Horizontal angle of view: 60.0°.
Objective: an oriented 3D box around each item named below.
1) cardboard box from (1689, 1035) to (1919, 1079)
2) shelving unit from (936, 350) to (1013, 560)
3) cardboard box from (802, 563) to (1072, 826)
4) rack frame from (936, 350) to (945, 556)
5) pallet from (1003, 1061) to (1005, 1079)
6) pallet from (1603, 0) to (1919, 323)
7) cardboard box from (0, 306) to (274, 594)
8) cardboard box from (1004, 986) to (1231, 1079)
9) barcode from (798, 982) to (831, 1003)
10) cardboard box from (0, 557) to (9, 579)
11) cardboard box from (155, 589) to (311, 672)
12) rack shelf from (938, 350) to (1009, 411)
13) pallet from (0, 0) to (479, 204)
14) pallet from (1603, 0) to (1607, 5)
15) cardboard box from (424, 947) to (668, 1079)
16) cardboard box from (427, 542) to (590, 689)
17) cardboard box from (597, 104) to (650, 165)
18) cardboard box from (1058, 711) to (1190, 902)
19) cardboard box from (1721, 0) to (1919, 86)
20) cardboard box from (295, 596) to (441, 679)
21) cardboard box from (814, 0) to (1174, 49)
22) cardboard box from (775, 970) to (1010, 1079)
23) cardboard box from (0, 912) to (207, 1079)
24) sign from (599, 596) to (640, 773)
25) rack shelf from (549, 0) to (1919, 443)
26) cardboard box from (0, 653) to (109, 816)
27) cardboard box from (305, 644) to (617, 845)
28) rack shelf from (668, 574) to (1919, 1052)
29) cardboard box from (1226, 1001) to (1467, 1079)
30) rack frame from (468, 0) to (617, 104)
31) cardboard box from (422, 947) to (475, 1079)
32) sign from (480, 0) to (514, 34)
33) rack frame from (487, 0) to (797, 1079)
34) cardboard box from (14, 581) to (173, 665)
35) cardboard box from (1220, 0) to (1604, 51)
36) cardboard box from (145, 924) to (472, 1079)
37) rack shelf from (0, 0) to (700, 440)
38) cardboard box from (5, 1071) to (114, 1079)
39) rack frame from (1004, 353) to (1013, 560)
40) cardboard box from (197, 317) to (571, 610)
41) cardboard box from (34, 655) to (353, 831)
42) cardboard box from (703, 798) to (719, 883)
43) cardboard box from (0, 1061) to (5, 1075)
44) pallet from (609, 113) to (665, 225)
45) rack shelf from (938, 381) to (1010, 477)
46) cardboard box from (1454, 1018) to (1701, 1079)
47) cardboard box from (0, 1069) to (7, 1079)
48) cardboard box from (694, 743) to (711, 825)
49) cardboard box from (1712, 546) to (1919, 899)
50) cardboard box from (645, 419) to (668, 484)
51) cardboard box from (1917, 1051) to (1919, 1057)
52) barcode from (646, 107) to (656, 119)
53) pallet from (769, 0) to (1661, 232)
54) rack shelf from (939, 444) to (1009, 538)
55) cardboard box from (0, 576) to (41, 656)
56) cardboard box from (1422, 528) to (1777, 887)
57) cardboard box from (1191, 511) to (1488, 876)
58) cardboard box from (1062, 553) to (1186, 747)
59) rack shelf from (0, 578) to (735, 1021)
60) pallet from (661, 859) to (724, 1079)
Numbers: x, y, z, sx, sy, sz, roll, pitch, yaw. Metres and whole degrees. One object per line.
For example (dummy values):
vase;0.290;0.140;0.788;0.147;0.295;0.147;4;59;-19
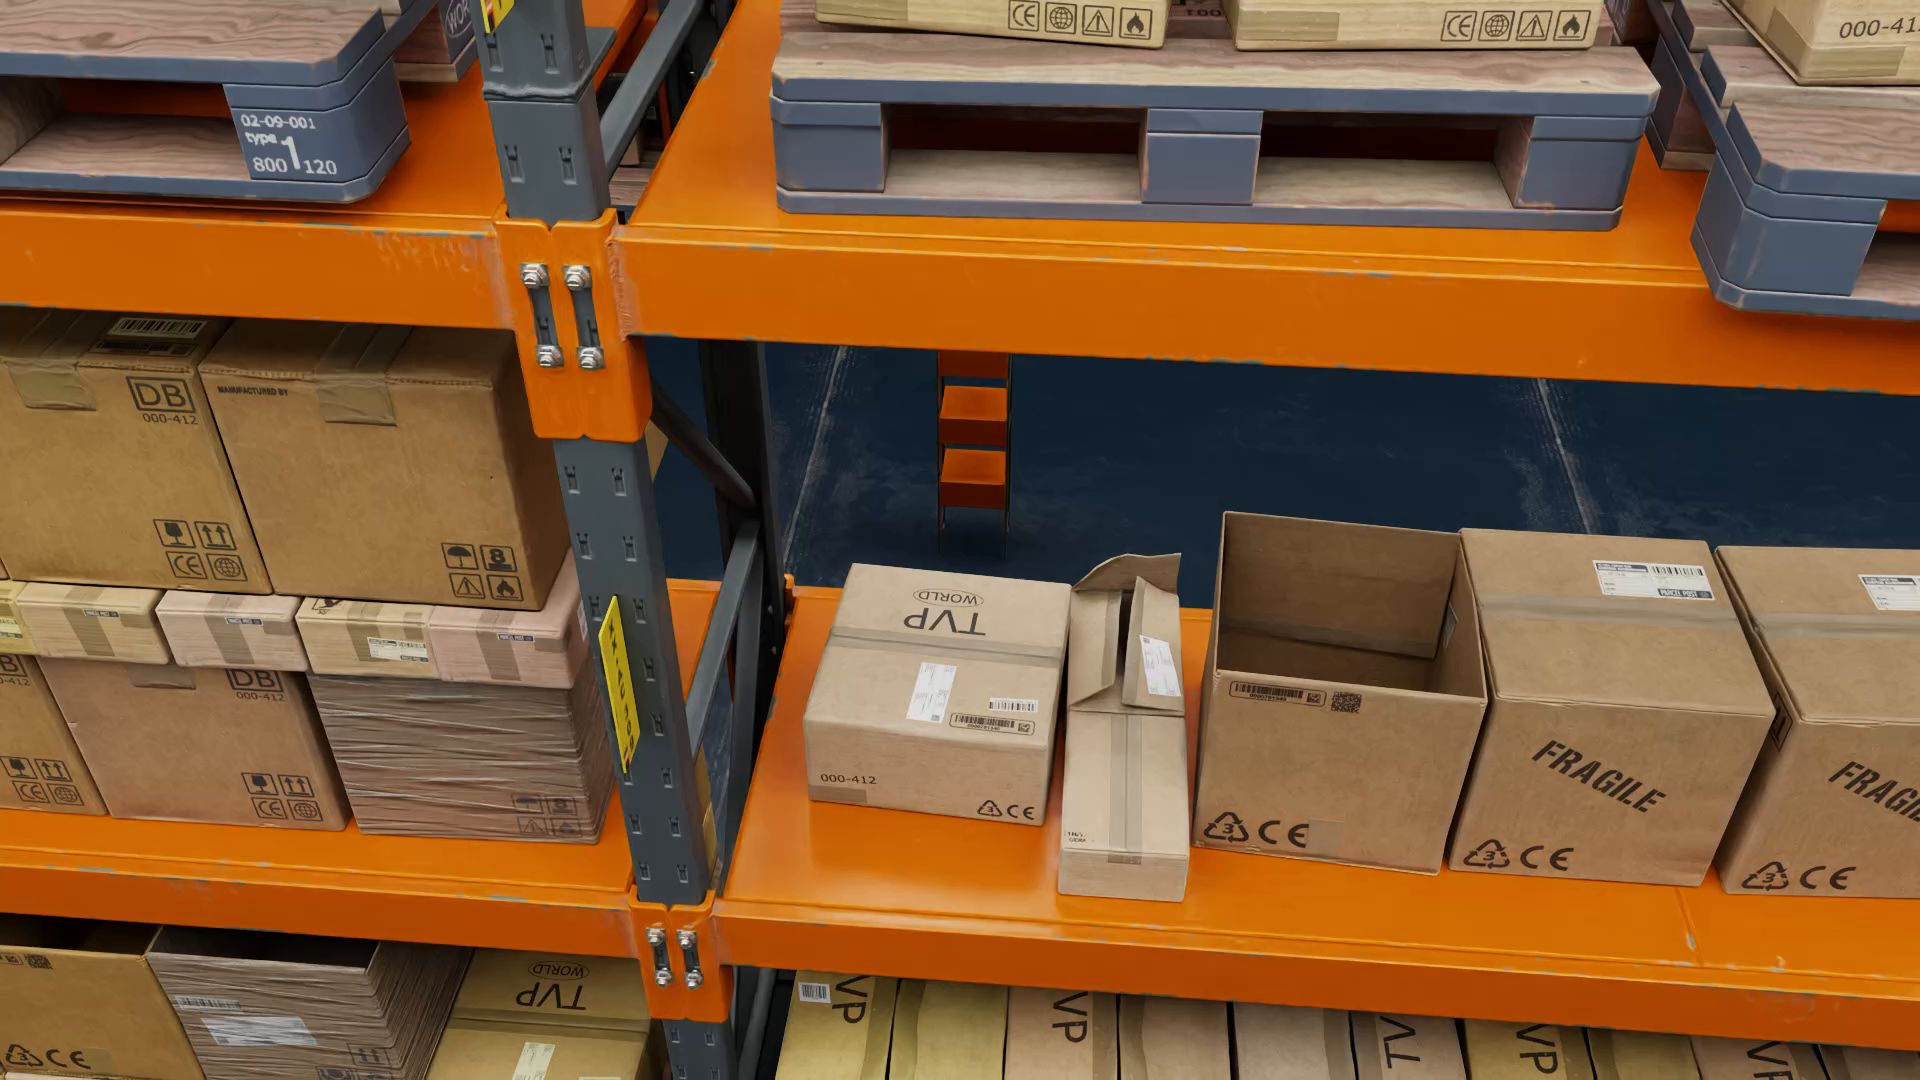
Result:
cardboard box;1.891;1.243;3.749;0.500;0.311;0.500;3;39;4
shelving unit;0.053;-0.404;5.915;0.252;1.050;0.215;3;39;4
cardboard box;-0.035;0.323;3.595;0.500;0.250;0.500;5;39;7
rack frame;-0.068;-0.411;5.923;0.008;1.050;0.200;3;39;4
pallet;0.208;1.363;4.408;1.213;0.211;1.003;3;39;4
pallet;1.657;-0.646;2.441;1.213;0.211;1.003;5;39;6
cardboard box;-1.476;-0.323;3.164;0.500;0.500;0.700;3;39;4
cardboard box;0.359;1.162;3.848;0.500;0.311;0.500;3;39;3
barcode;-0.311;0.968;3.556;0.075;0.075;0.001;3;39;4
cardboard box;-1.975;-0.351;3.198;0.500;0.500;0.700;3;39;4
cardboard box;-1.326;0.068;3.197;0.250;0.149;0.380;2;39;3
rack shelf;0.053;-0.616;5.743;0.240;0.259;0.215;3;39;4
pallet;-1.382;-0.893;2.665;1.213;0.211;1.003;3;39;4
pallet;3.160;-2.529;7.133;1.003;0.211;1.213;3;39;4
cardboard box;-1.010;1.281;4.145;0.500;0.250;0.500;3;39;4
cardboard box;-0.819;0.095;3.164;0.250;0.149;0.380;3;39;4
cardboard box;-1.698;-2.015;8.259;0.250;0.149;0.380;0;39;0
cardboard box;0.336;0.540;3.409;0.250;0.149;0.380;3;39;4
cardboard box;1.370;-0.860;2.340;0.500;0.250;0.500;0;39;0
cardboard box;-1.065;0.081;3.182;0.250;0.149;0.380;2;39;3
cardboard box;0.083;-0.963;2.467;0.500;0.250;0.500;7;40;8
cardboard box;-0.139;1.131;3.886;0.500;0.311;0.500;3;39;4
cardboard box;-2.006;0.931;3.981;0.500;0.500;0.500;3;39;4
sign;-0.576;0.248;2.820;0.005;0.325;0.100;3;39;4
rack shelf;1.463;-0.510;2.694;4.000;0.370;1.077;3;39;4
cardboard box;-1.998;0.152;3.607;0.500;0.500;0.700;4;39;5
cardboard box;-0.972;0.207;3.541;0.500;0.500;0.700;2;39;3
rack shelf;1.463;0.654;3.641;4.000;0.370;1.077;3;39;4
cardboard box;0.875;1.189;3.814;0.500;0.311;0.500;2;39;2
rack frame;-0.530;-2.061;1.654;0.127;3.000;1.000;3;39;4
cardboard box;-1.508;1.248;4.186;0.500;0.250;0.500;3;39;4
sign;-0.576;-0.780;1.983;0.005;0.325;0.100;3;39;4
rack frame;-0.530;0.266;3.547;0.127;3.000;1.000;3;39;4
cardboard box;-1.588;0.054;3.214;0.250;0.149;0.380;3;39;4
cardboard box;0.631;-0.935;2.432;0.500;0.250;0.500;0;39;-1
cardboard box;-1.508;0.956;3.951;0.500;0.500;0.500;3;39;4
rack shelf;-2.522;-0.727;2.961;4.000;0.370;1.077;3;39;4
cardboard box;-2.007;1.230;4.208;0.500;0.250;0.500;3;39;4
rack frame;0.175;-0.398;5.907;0.008;1.050;0.200;3;39;4
cardboard box;-0.972;-0.296;3.131;0.500;0.500;0.700;3;39;4
cardboard box;-1.498;0.182;3.571;0.500;0.500;0.700;3;39;3
cardboard box;-0.965;0.953;4.548;0.500;0.250;0.500;3;39;4
cardboard box;-2.505;0.913;4.004;0.500;0.500;0.500;3;39;4
pallet;-1.997;-1.848;8.353;1.213;0.211;1.003;3;39;4
rack shelf;0.053;-0.396;5.922;0.240;0.259;0.215;3;39;4
cardboard box;1.392;1.214;3.784;0.500;0.311;0.500;4;39;5
cardboard box;-2.505;1.203;4.241;0.500;0.250;0.500;3;39;4
cardboard box;-0.965;0.656;4.319;0.500;0.500;0.500;3;39;4
cardboard box;1.782;0.364;3.348;0.500;0.500;0.500;1;39;1
cardboard box;-0.781;-0.161;3.479;0.250;0.149;0.380;3;39;4
cardboard box;2.394;1.272;3.713;0.500;0.311;0.500;3;39;3
barcode;-1.557;-2.139;8.323;0.075;0.075;0.001;3;39;4
pallet;0.350;-0.784;2.612;1.217;0.209;0.805;2;39;2
rack shelf;0.053;-0.180;6.097;0.240;0.259;0.215;3;39;4
cardboard box;-1.833;0.039;3.233;0.250;0.149;0.380;3;39;4
cardboard box;1.258;0.335;3.383;0.500;0.500;0.500;3;39;4
cardboard box;0.759;0.308;3.417;0.500;0.500;0.500;6;40;7
cardboard box;0.362;0.250;3.673;0.258;0.266;0.396;2;39;3
rack shelf;-2.522;0.436;3.908;4.000;0.370;1.077;3;39;4
pallet;-1.318;1.278;4.513;1.213;0.211;1.003;3;39;4
